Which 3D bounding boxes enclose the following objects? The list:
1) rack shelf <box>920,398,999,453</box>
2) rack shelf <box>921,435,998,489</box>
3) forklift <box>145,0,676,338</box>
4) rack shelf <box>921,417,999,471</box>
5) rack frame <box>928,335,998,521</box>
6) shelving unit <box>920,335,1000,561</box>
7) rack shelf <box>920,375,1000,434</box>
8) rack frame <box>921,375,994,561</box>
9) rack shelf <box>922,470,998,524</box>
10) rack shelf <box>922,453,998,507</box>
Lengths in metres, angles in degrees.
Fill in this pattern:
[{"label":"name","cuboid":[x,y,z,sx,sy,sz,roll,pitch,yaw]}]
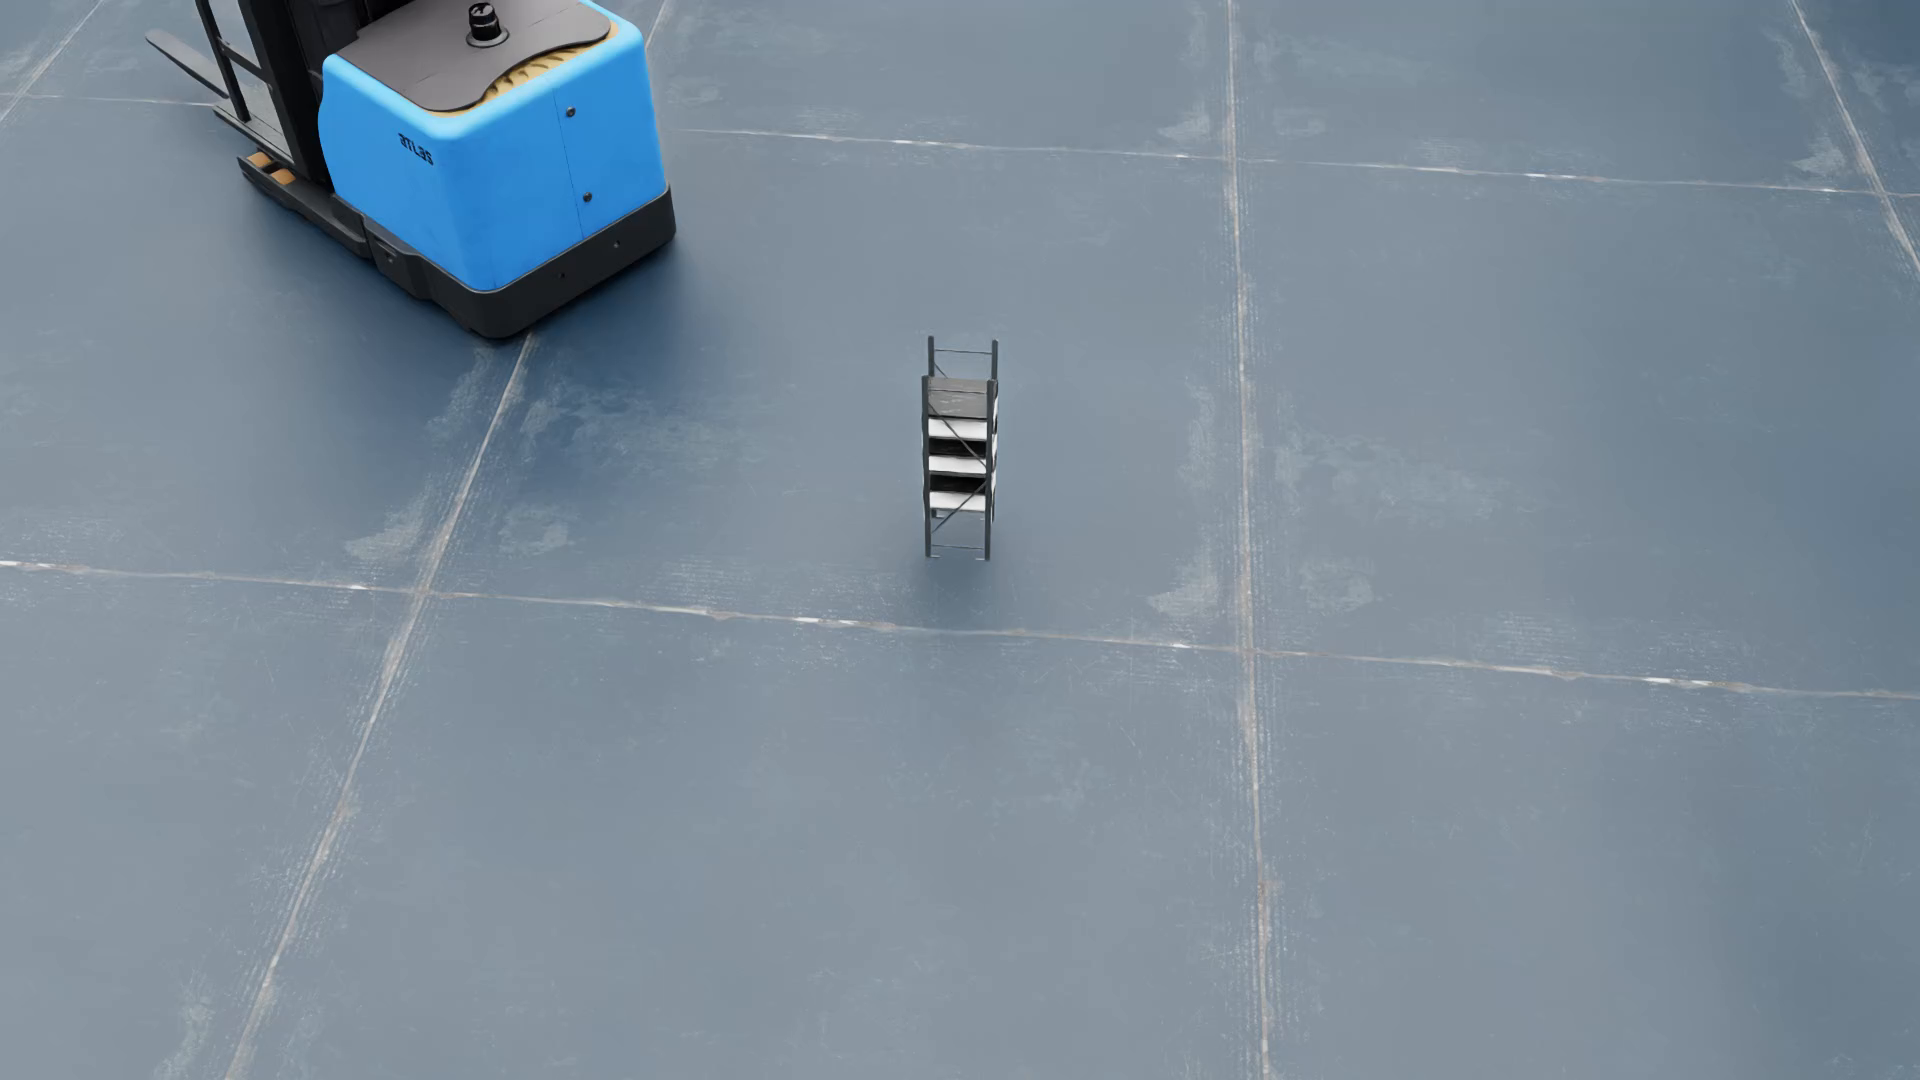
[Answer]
[{"label":"rack shelf","cuboid":[0.001,-0.409,5.815,0.258,0.077,0.200,4,48,4]},{"label":"rack shelf","cuboid":[0.001,-0.287,5.948,0.258,0.077,0.200,4,48,4]},{"label":"forklift","cuboid":[-2.696,-2.783,6.809,3.031,2.935,1.130,34,56,27]},{"label":"rack shelf","cuboid":[0.001,-0.348,5.882,0.258,0.077,0.200,4,48,4]},{"label":"rack frame","cuboid":[0.010,-0.384,5.992,0.240,0.900,0.006,4,48,4]},{"label":"shelving unit","cuboid":[0.001,-0.310,5.923,0.258,0.900,0.210,4,48,4]},{"label":"rack shelf","cuboid":[0.001,-0.469,5.749,0.258,0.077,0.200,4,48,4]},{"label":"rack frame","cuboid":[-0.009,-0.235,5.855,0.240,0.900,0.006,4,48,4]},{"label":"rack shelf","cuboid":[0.001,-0.166,6.081,0.258,0.077,0.200,4,48,4]},{"label":"rack shelf","cuboid":[0.001,-0.226,6.014,0.258,0.077,0.200,4,48,4]}]
